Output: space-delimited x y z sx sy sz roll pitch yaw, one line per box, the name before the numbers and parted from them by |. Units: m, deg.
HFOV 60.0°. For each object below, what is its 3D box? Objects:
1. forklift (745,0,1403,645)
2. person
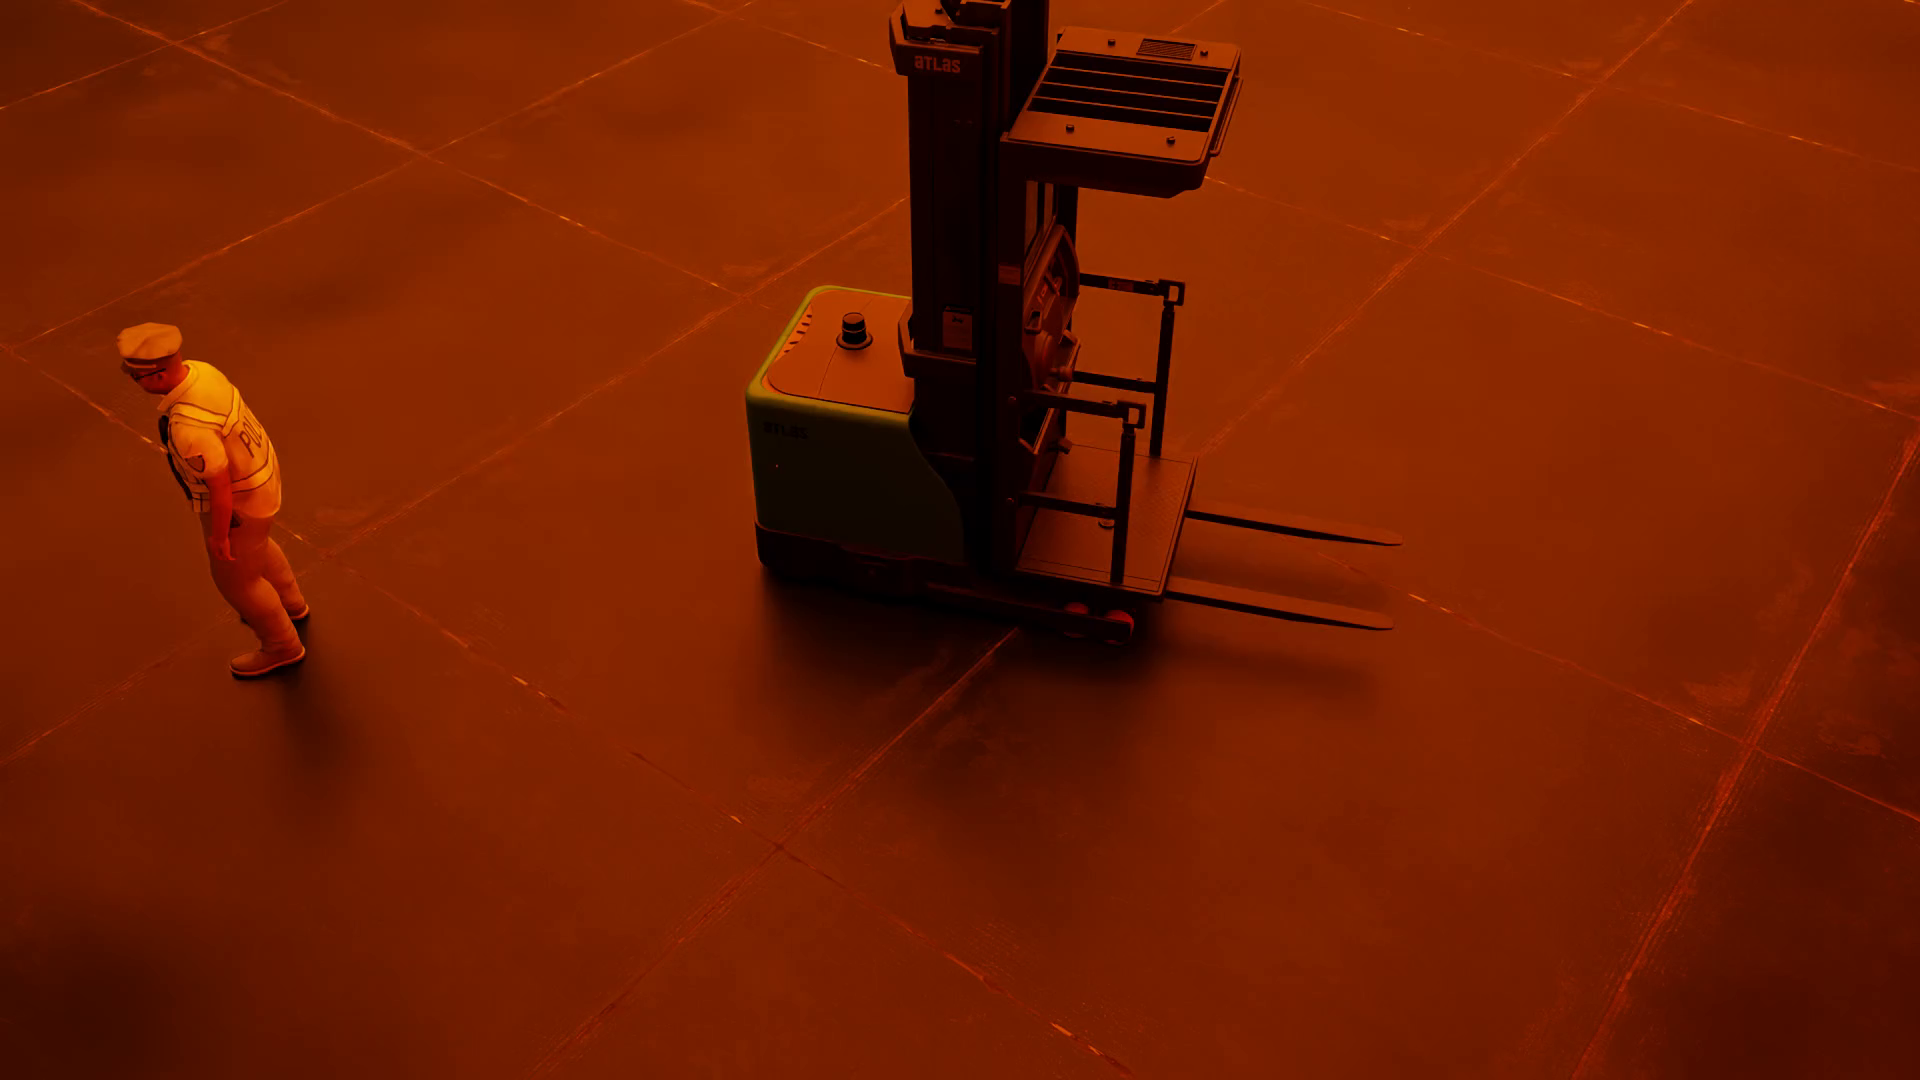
forklift | 0.587 -1.011 7.260 3.031 2.935 1.130 10 41 12
person | -3.162 -0.185 7.202 0.443 1.747 0.605 -10 41 -11
